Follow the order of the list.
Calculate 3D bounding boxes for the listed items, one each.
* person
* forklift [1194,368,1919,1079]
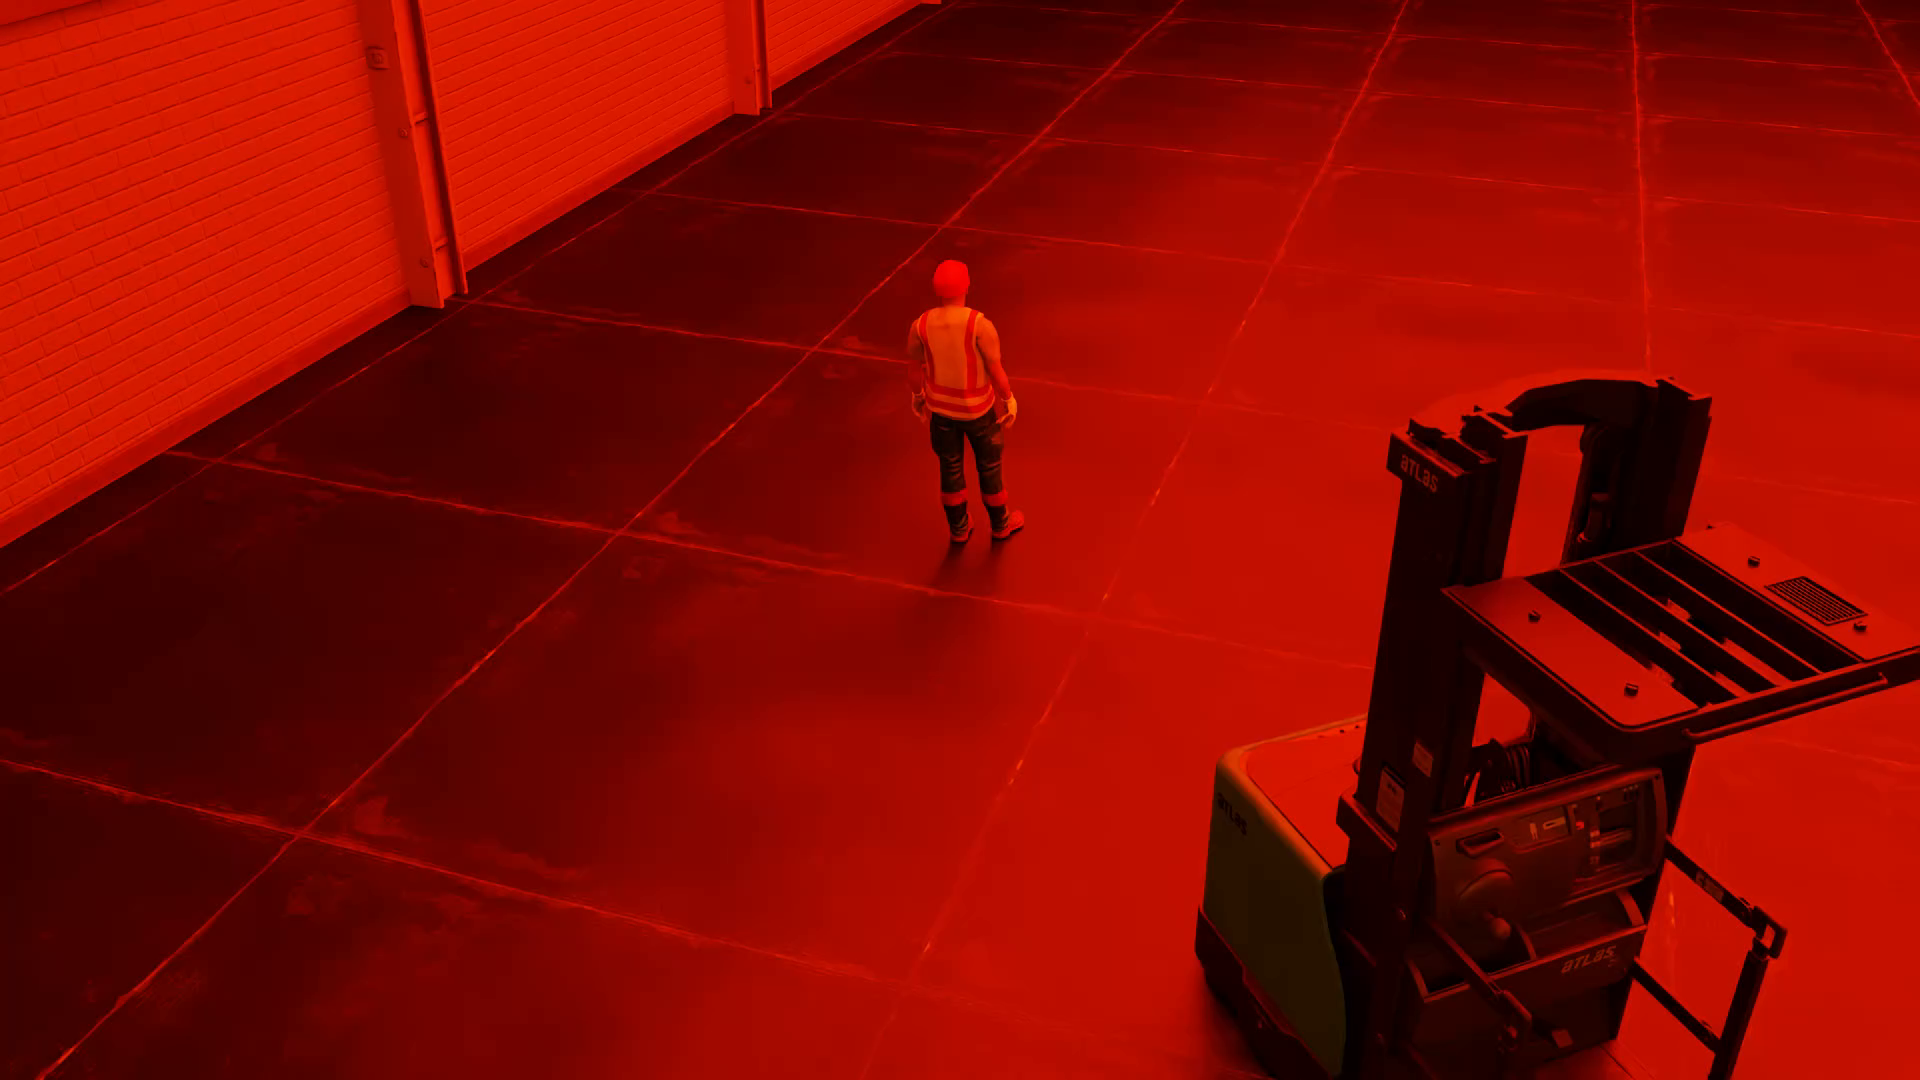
[{"bbox_3d":[0.038,-0.819,9.711,0.637,1.787,0.564,10,31,16],"label":"person"},{"bbox_3d":[2.008,1.071,5.258,1.130,2.935,3.031,-12,32,-19],"label":"forklift"}]
